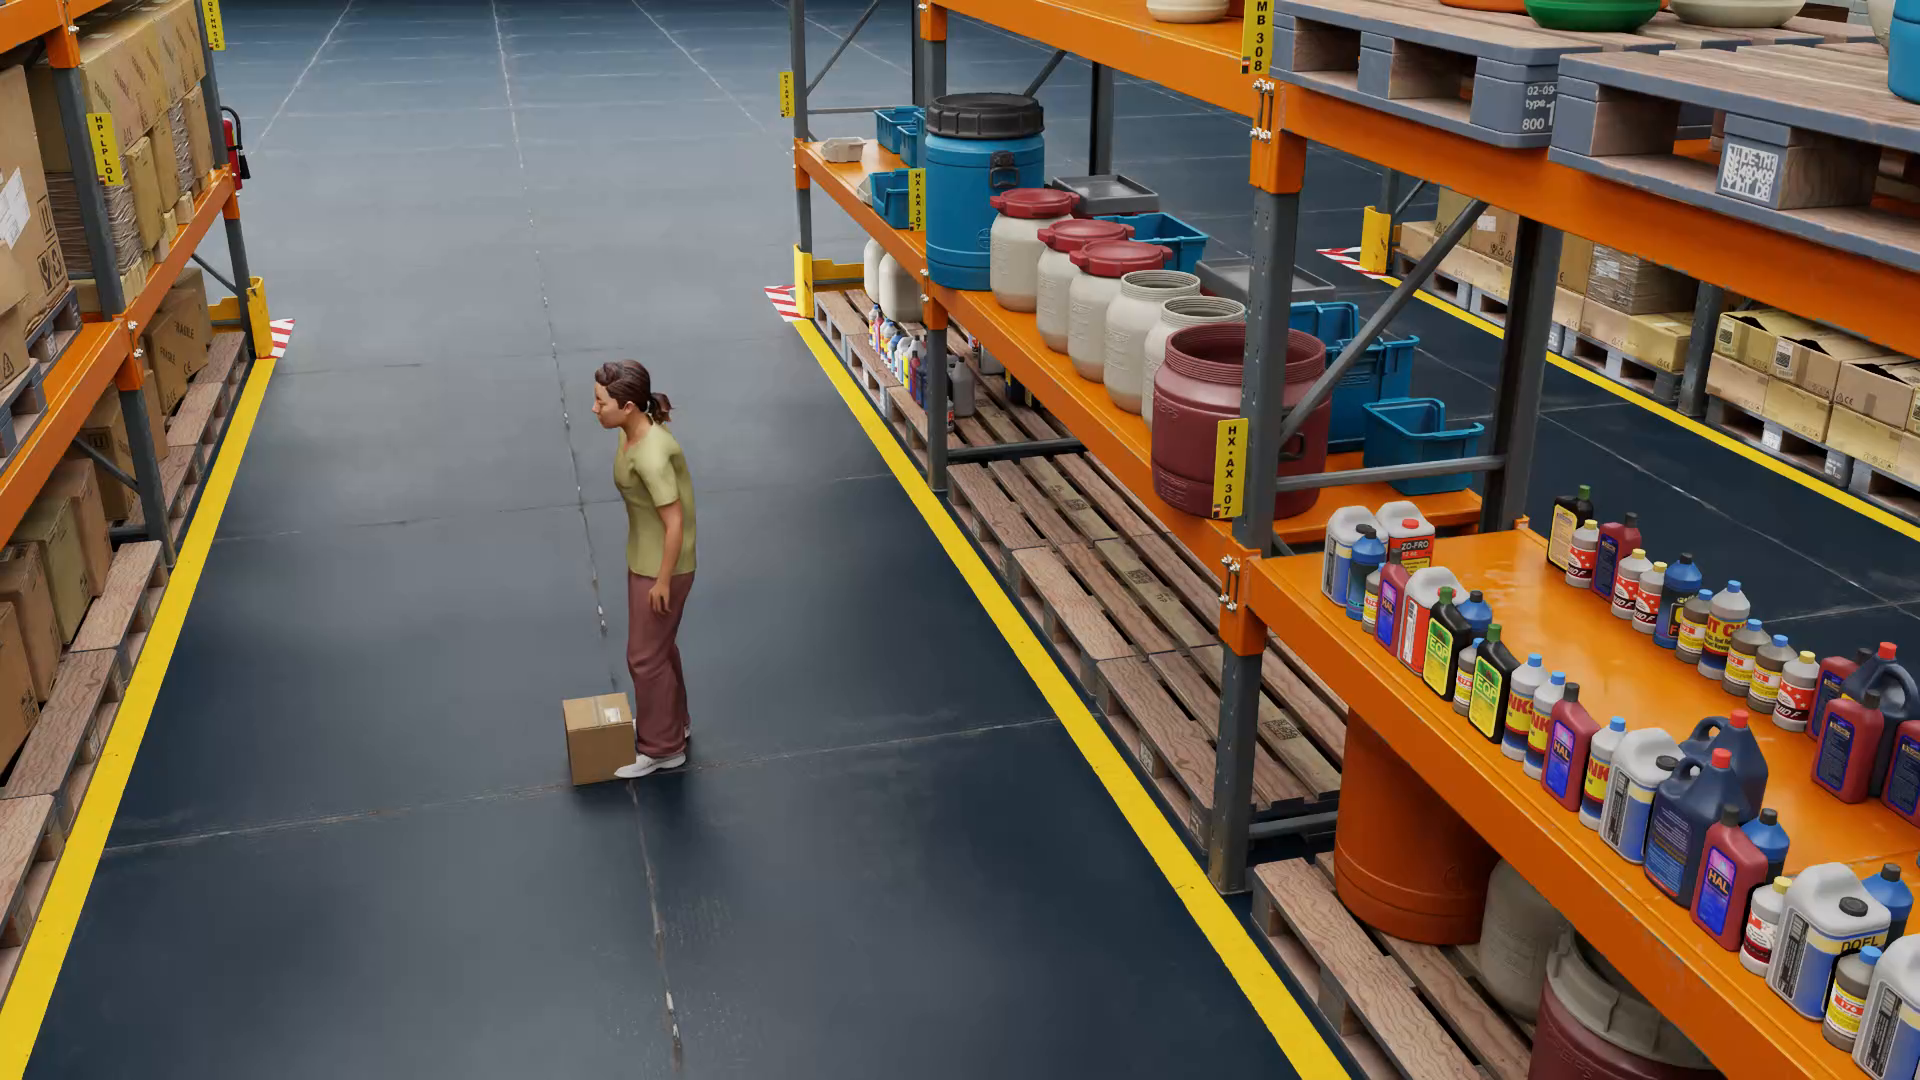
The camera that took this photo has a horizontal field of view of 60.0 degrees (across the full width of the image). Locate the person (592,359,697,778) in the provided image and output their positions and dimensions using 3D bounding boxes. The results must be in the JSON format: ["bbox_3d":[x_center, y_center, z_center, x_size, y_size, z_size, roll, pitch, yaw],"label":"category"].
[{"bbox_3d":[-1.210,0.107,6.347,0.412,1.672,0.521,-8,24,-17],"label":"person"}]
